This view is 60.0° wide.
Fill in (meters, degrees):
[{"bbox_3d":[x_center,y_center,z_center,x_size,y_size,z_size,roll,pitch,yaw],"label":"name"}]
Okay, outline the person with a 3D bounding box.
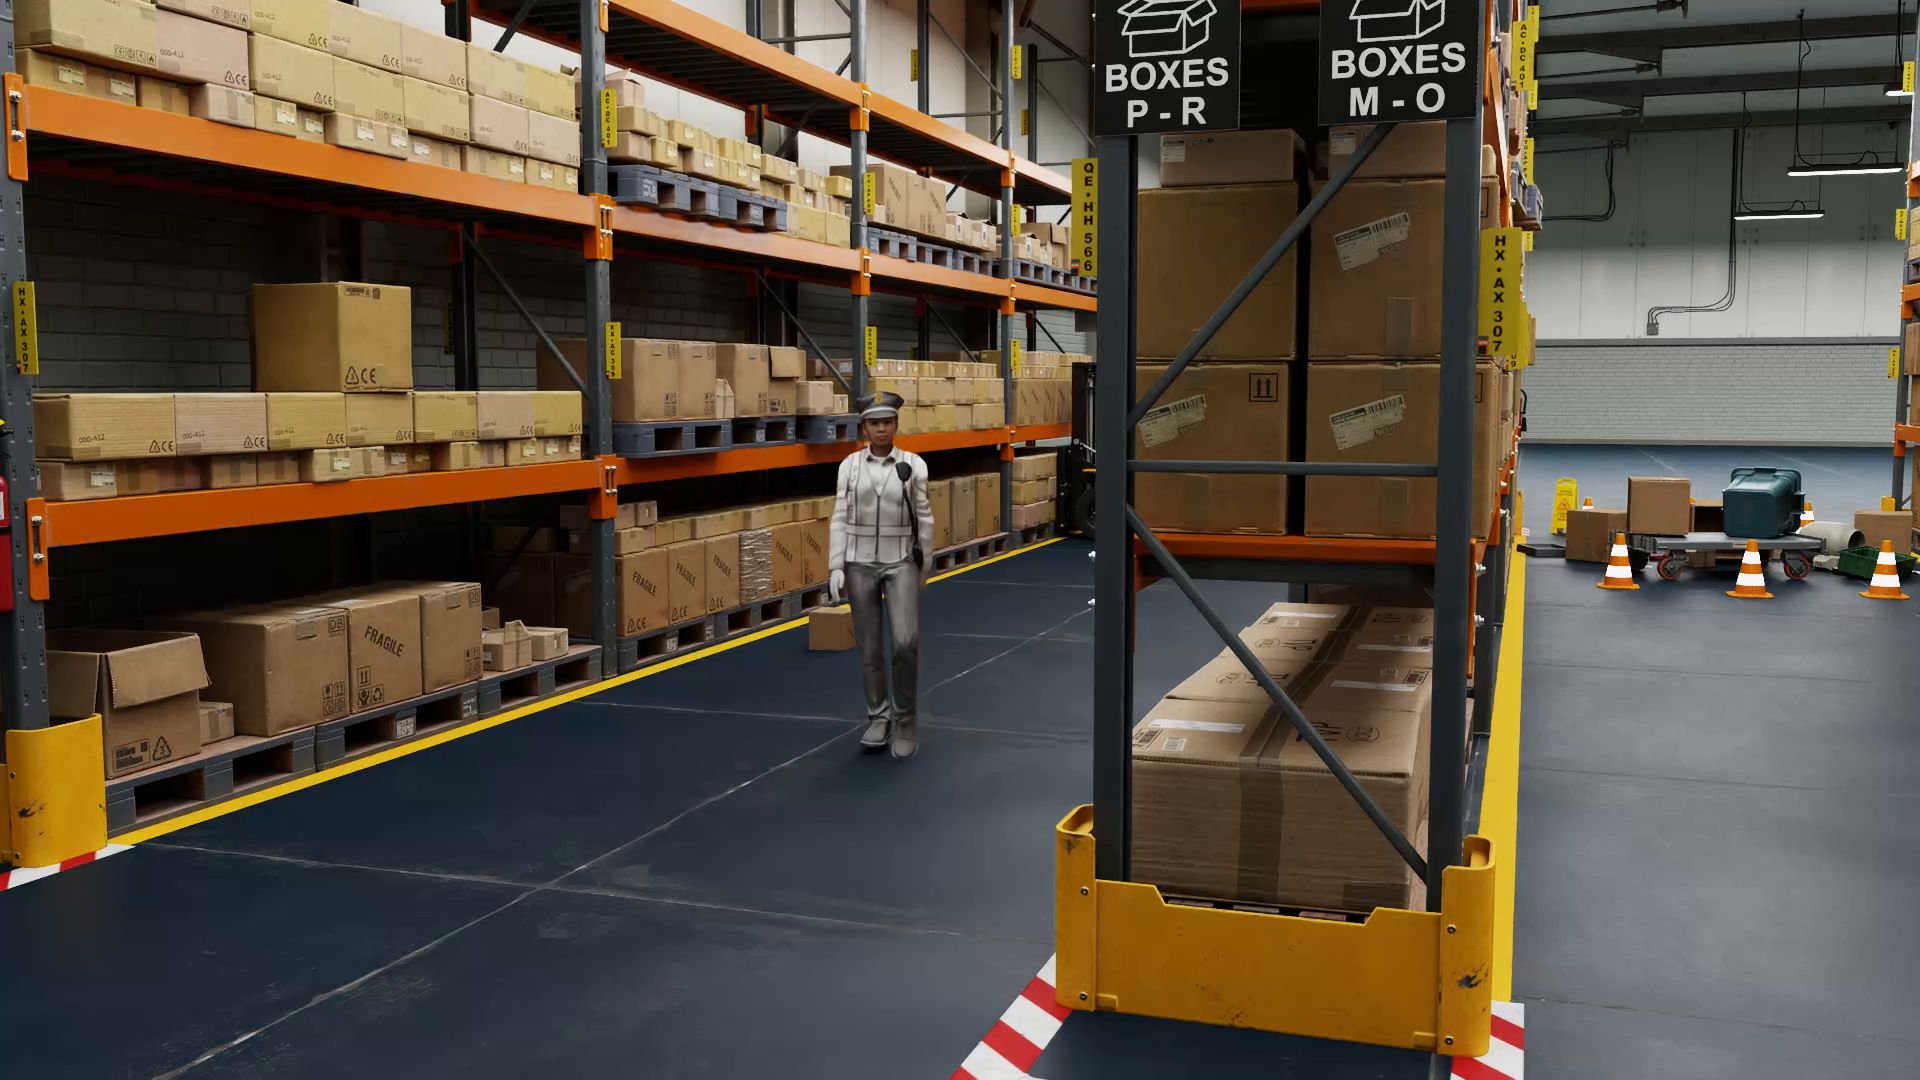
[{"bbox_3d":[3.601,-0.359,10.666,7.740,2.202,7.075,1,5,6],"label":"person"}]
